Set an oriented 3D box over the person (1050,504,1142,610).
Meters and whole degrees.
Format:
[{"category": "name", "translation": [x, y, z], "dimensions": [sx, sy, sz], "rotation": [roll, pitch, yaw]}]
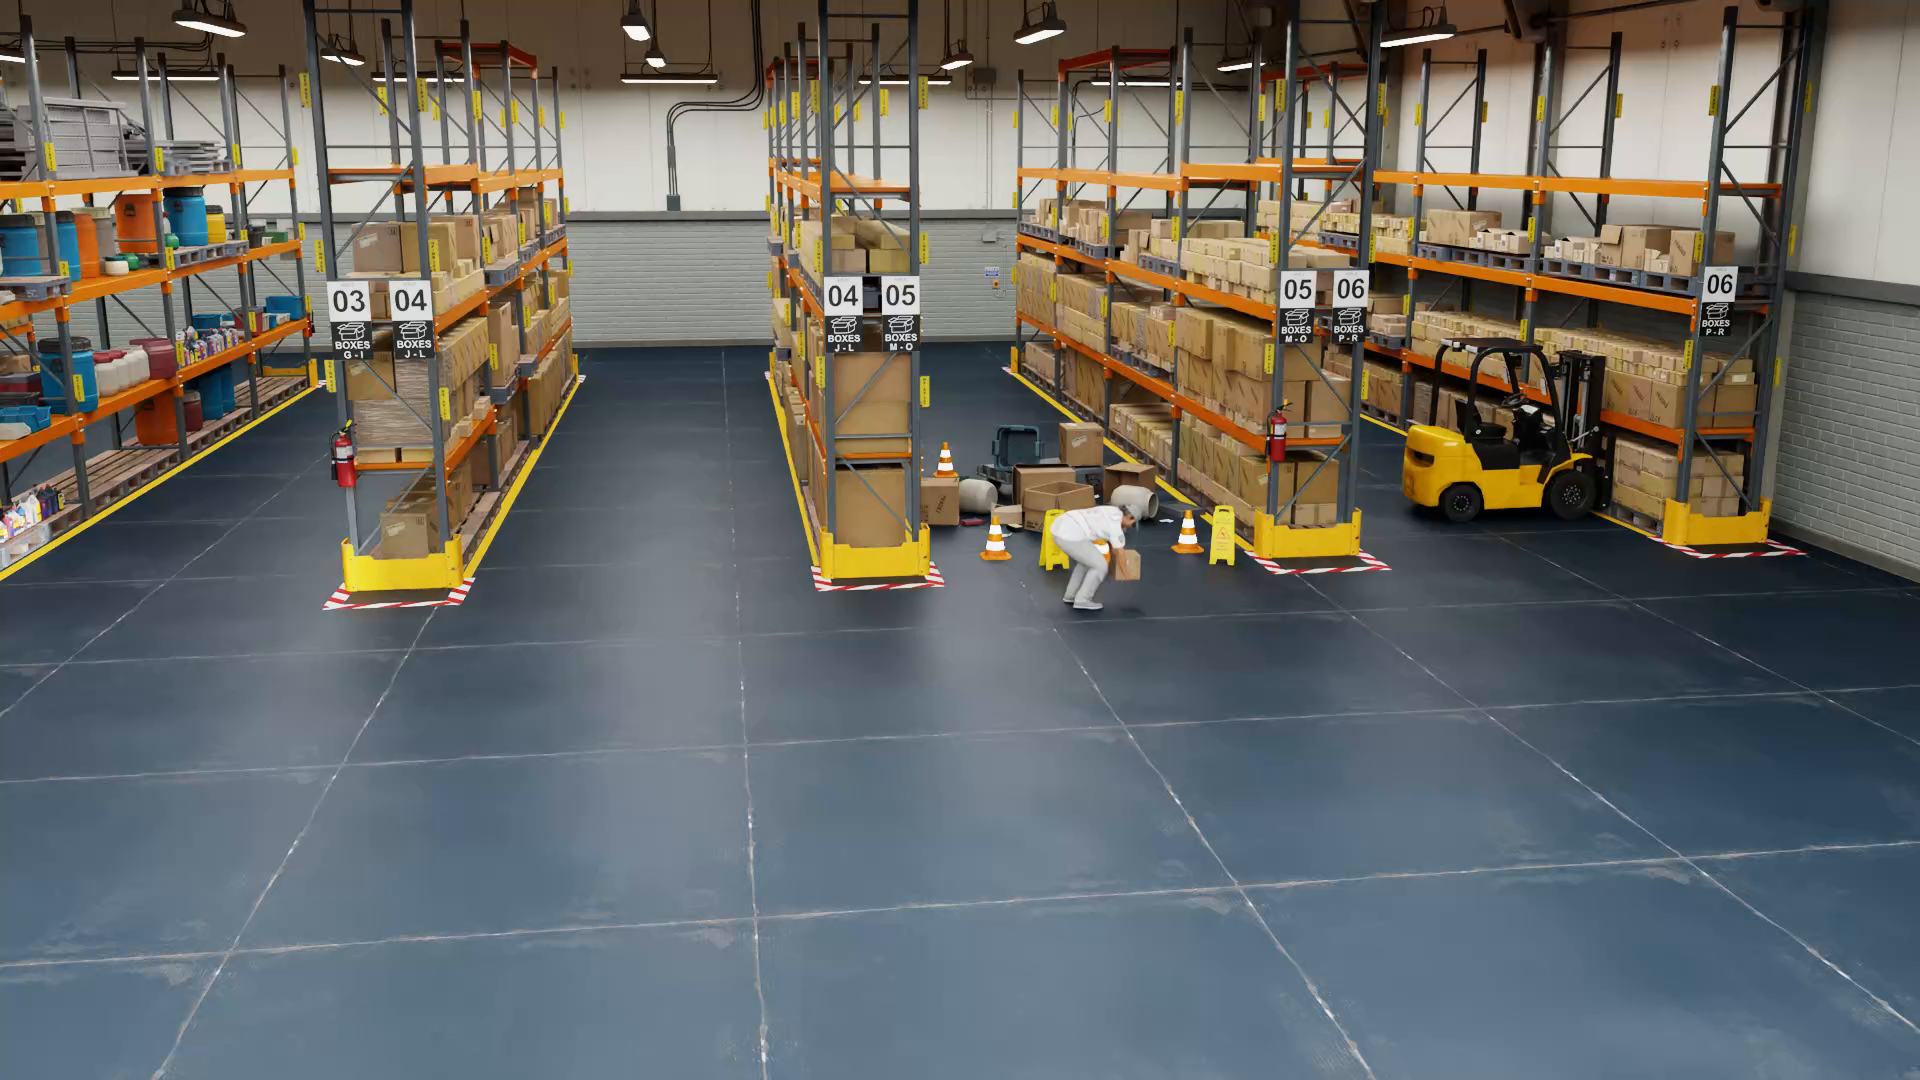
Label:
[{"category": "person", "translation": [1.373, 0.155, 16.712], "dimensions": [0.937, 1.032, 0.504], "rotation": [-3, 14, -11]}]
